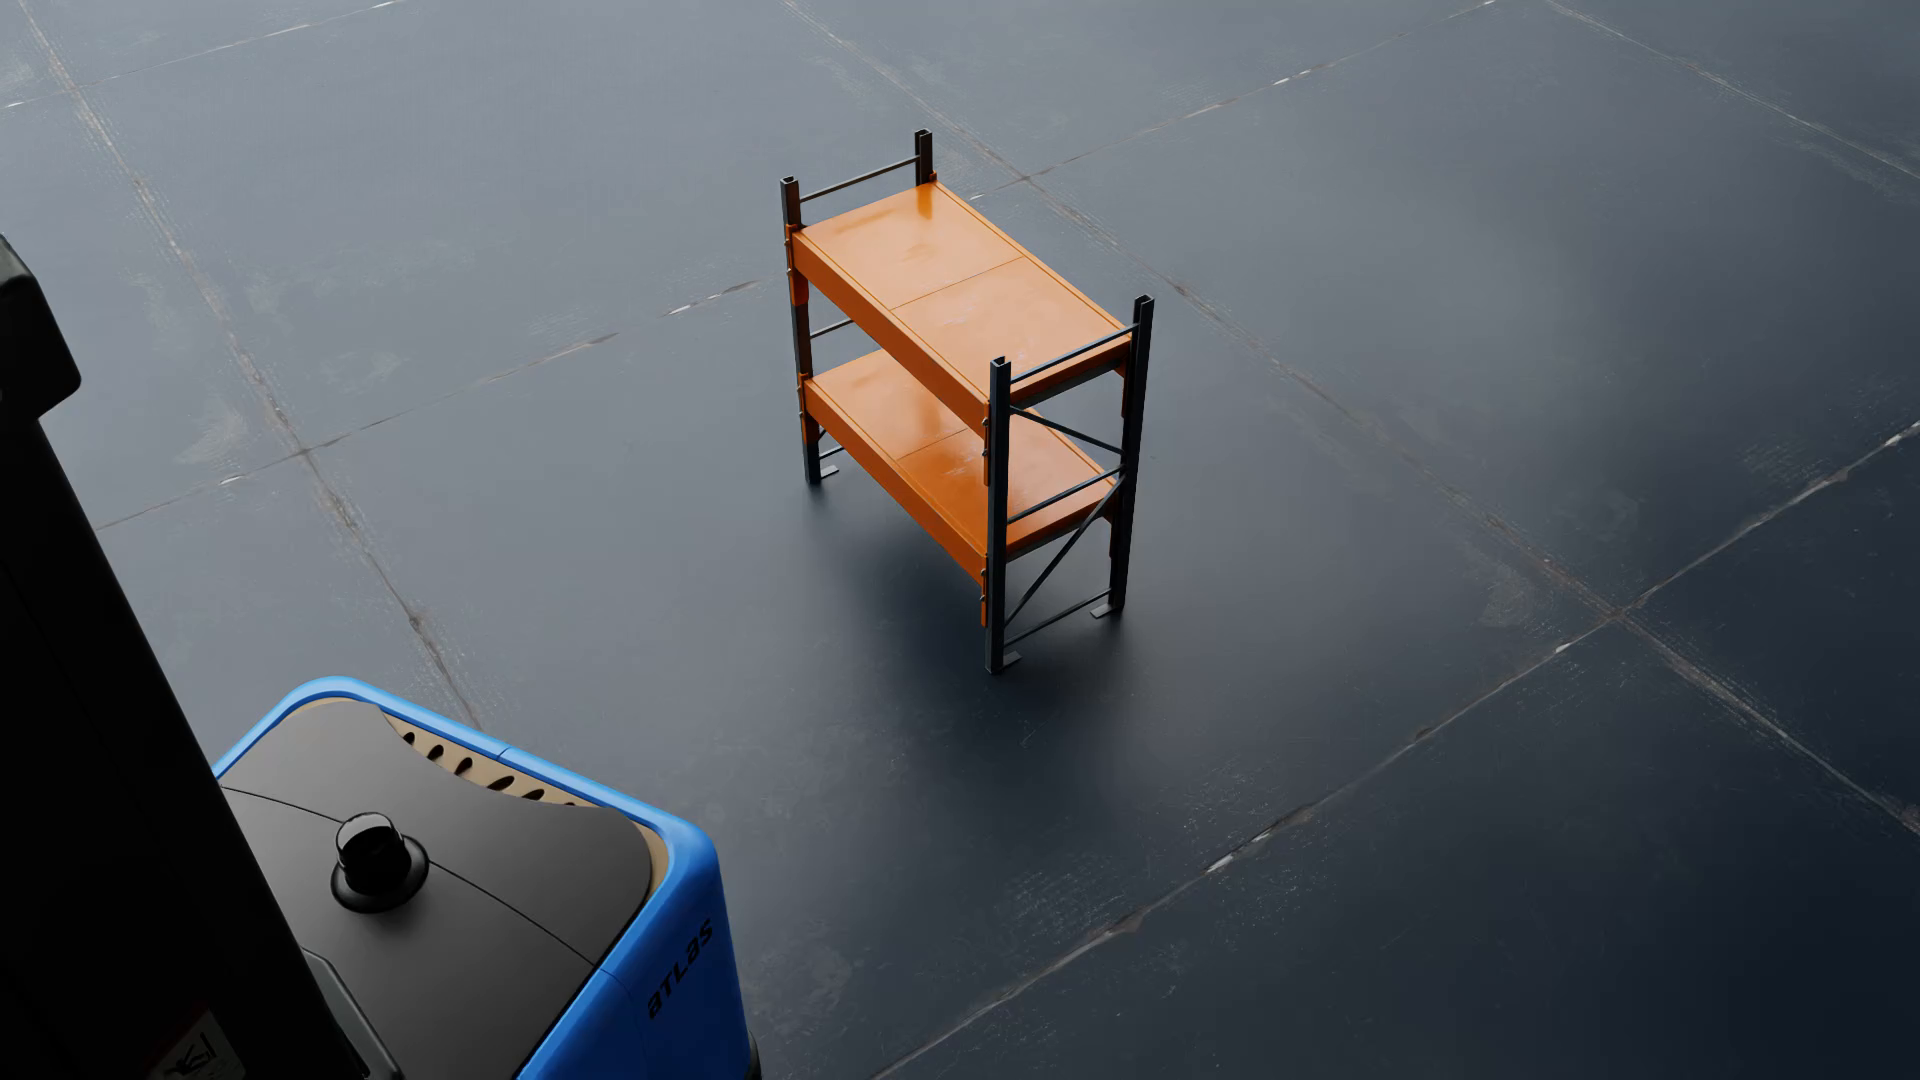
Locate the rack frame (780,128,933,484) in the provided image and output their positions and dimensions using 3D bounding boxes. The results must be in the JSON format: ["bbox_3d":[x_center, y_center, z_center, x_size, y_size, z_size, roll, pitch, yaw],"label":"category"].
[{"bbox_3d":[-0.295,-0.699,5.167,0.500,1.125,0.032,-26,49,-24],"label":"rack frame"}]

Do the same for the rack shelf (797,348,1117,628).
[{"bbox_3d":[-0.004,-0.234,5.034,0.538,0.278,1.000,-26,49,-24],"label":"rack shelf"}]

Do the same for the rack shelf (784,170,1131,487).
[{"bbox_3d":[-0.004,-0.622,4.663,0.538,0.278,1.000,-26,49,-24],"label":"rack shelf"}]

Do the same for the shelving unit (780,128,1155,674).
[{"bbox_3d":[-0.004,-0.411,4.866,0.538,1.125,1.048,-26,49,-24],"label":"shelving unit"}]

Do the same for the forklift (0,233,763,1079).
[{"bbox_3d":[-1.548,1.034,2.044,1.130,2.935,3.031,19,47,19],"label":"forklift"}]

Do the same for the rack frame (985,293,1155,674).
[{"bbox_3d":[0.287,-0.123,4.564,0.500,1.125,0.032,-26,49,-24],"label":"rack frame"}]
